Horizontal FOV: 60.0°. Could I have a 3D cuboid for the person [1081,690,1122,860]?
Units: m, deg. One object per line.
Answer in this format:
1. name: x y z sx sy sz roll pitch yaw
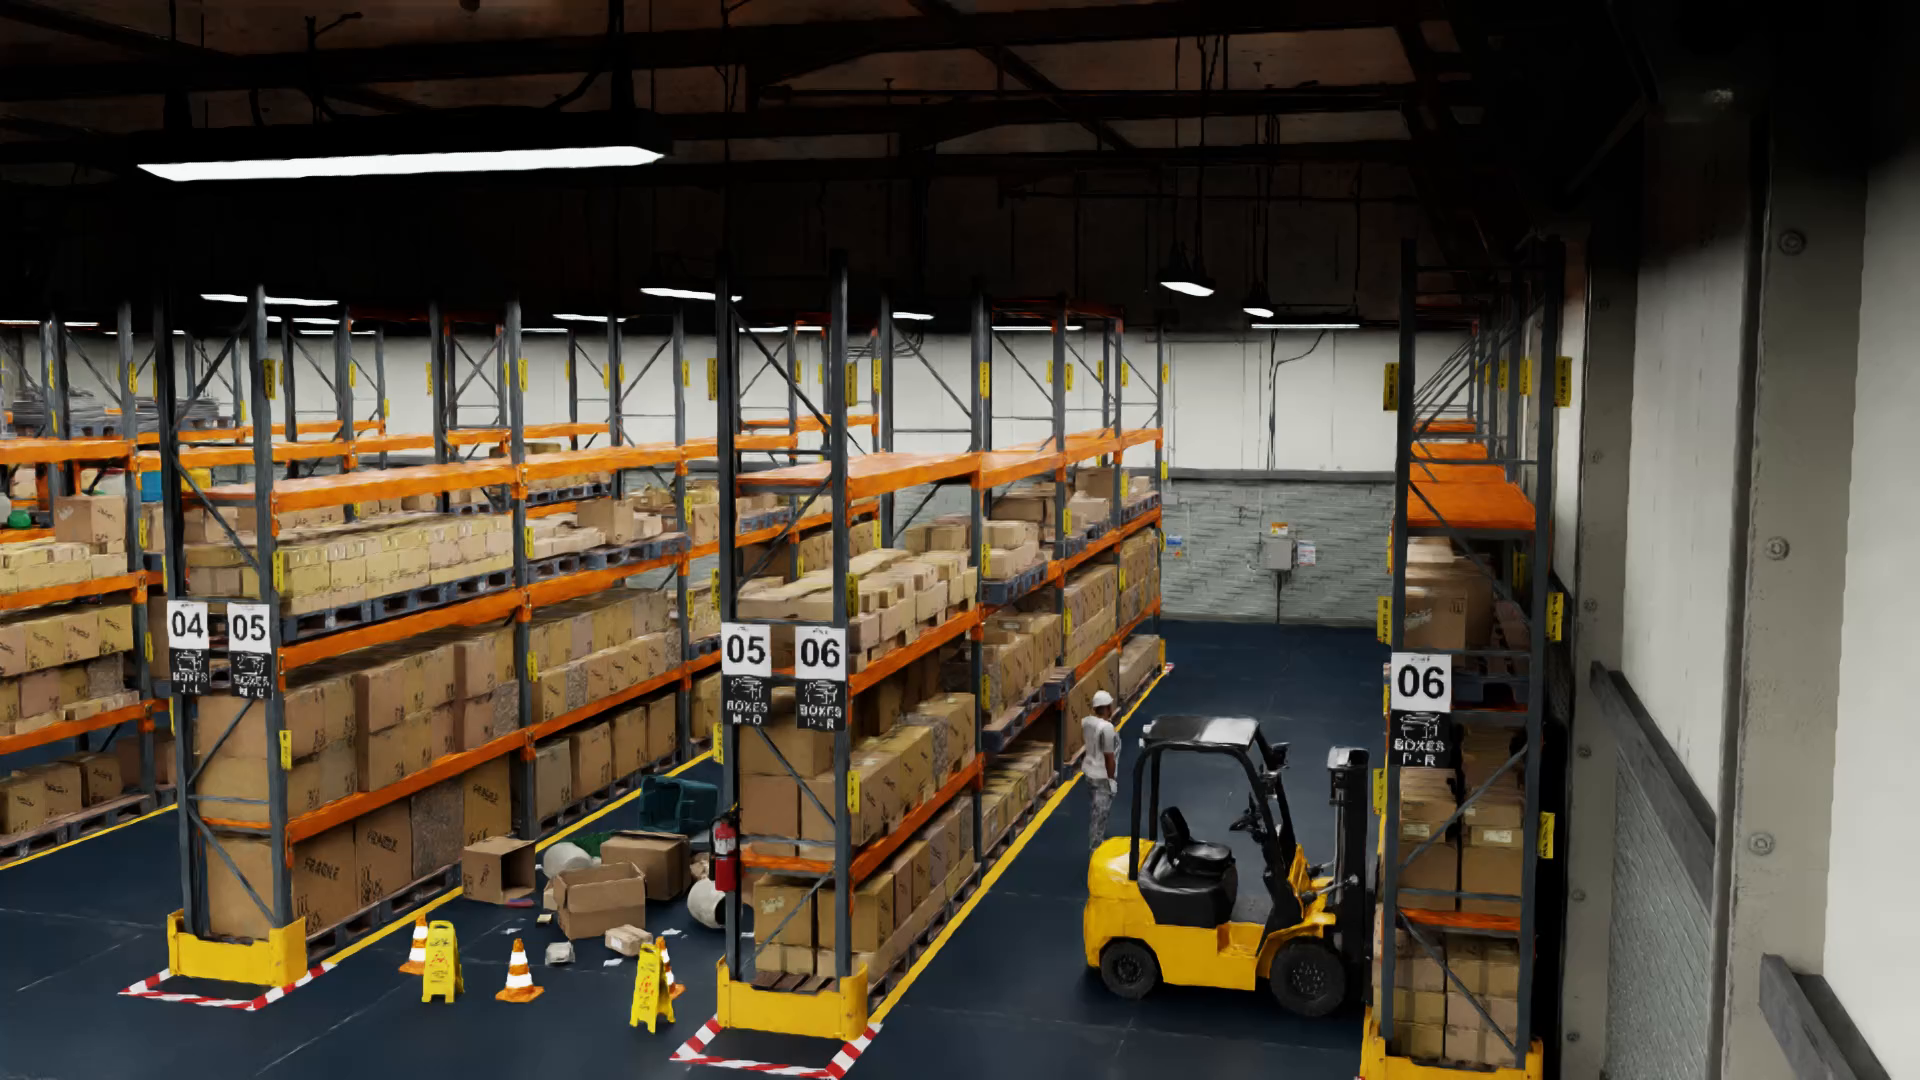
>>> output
1. person: 1.508 2.440 17.255 0.457 1.783 0.618 -2 6 -16
